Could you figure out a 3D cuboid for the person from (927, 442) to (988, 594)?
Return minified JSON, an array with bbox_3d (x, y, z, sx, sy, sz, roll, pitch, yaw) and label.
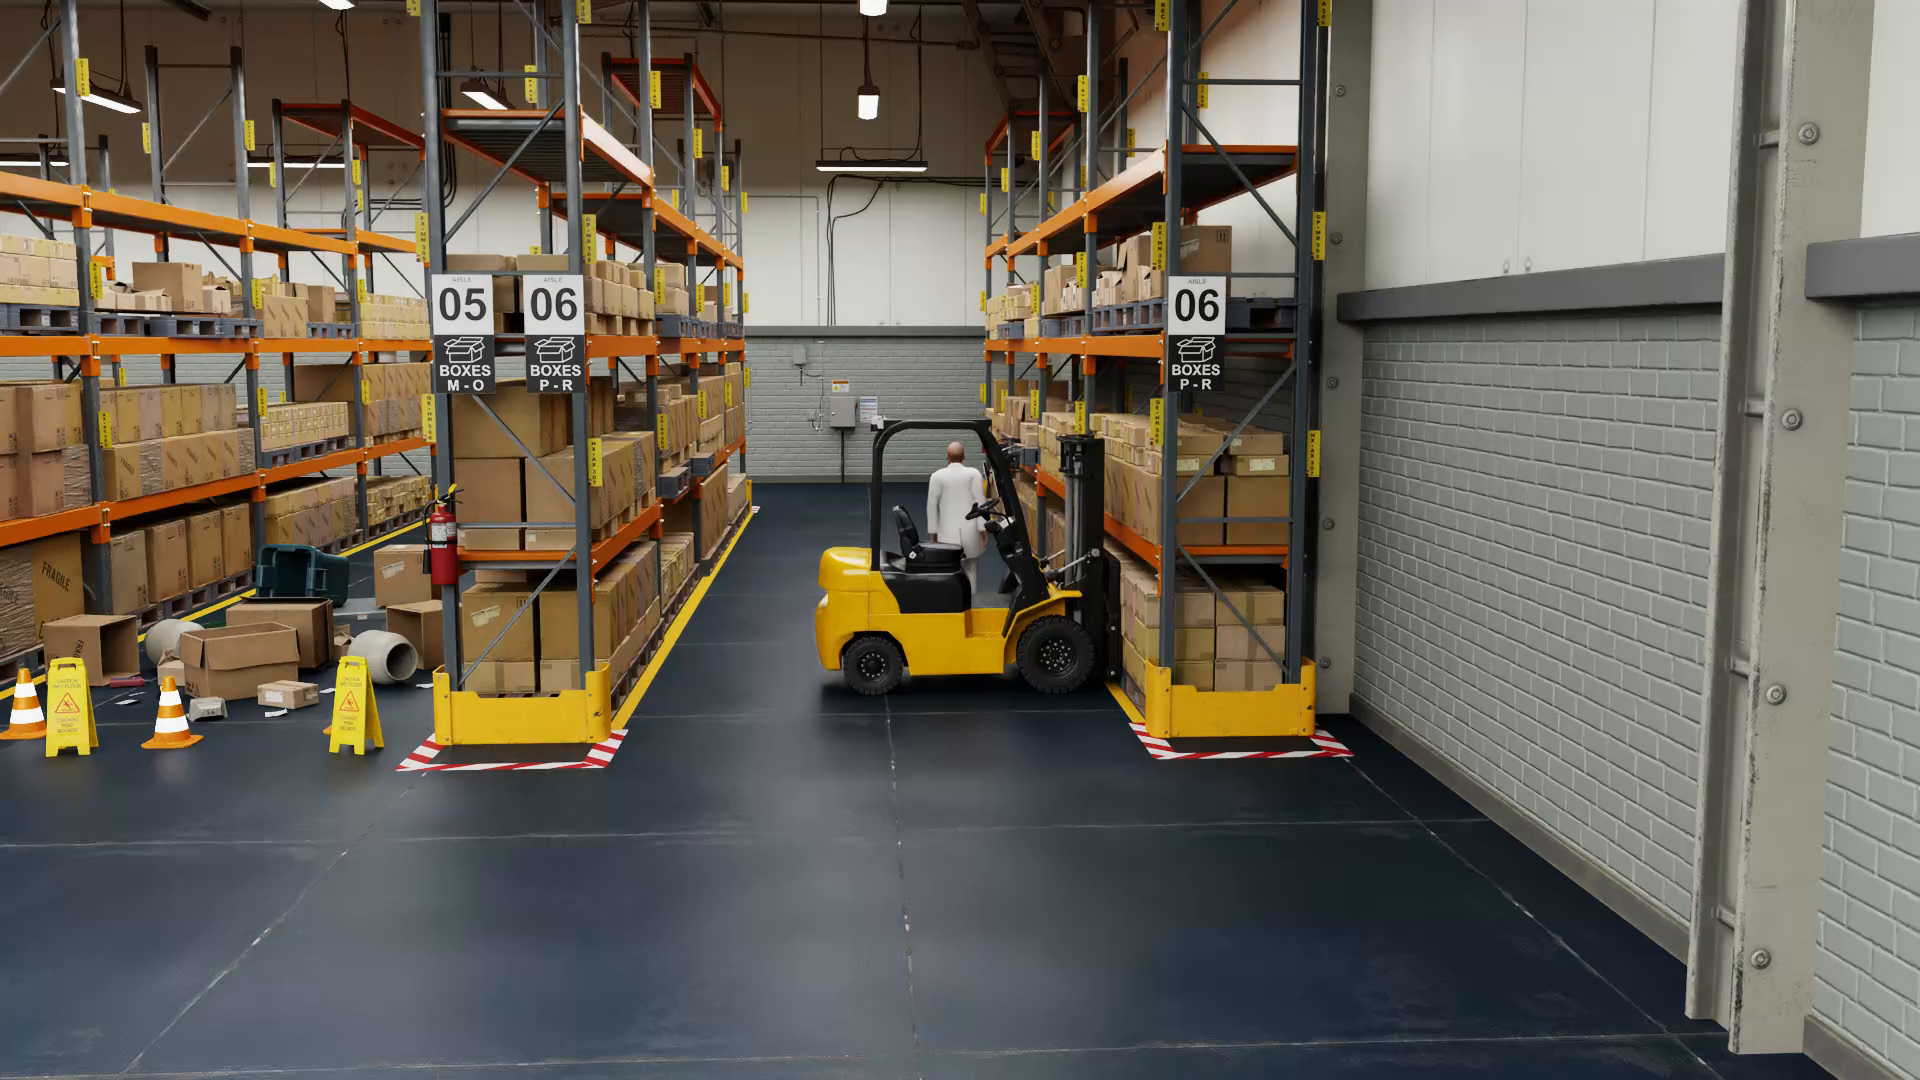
[{"bbox_3d":[-0.020,-0.044,16.234,0.608,1.809,0.621,0,7,-1],"label":"person"}]
